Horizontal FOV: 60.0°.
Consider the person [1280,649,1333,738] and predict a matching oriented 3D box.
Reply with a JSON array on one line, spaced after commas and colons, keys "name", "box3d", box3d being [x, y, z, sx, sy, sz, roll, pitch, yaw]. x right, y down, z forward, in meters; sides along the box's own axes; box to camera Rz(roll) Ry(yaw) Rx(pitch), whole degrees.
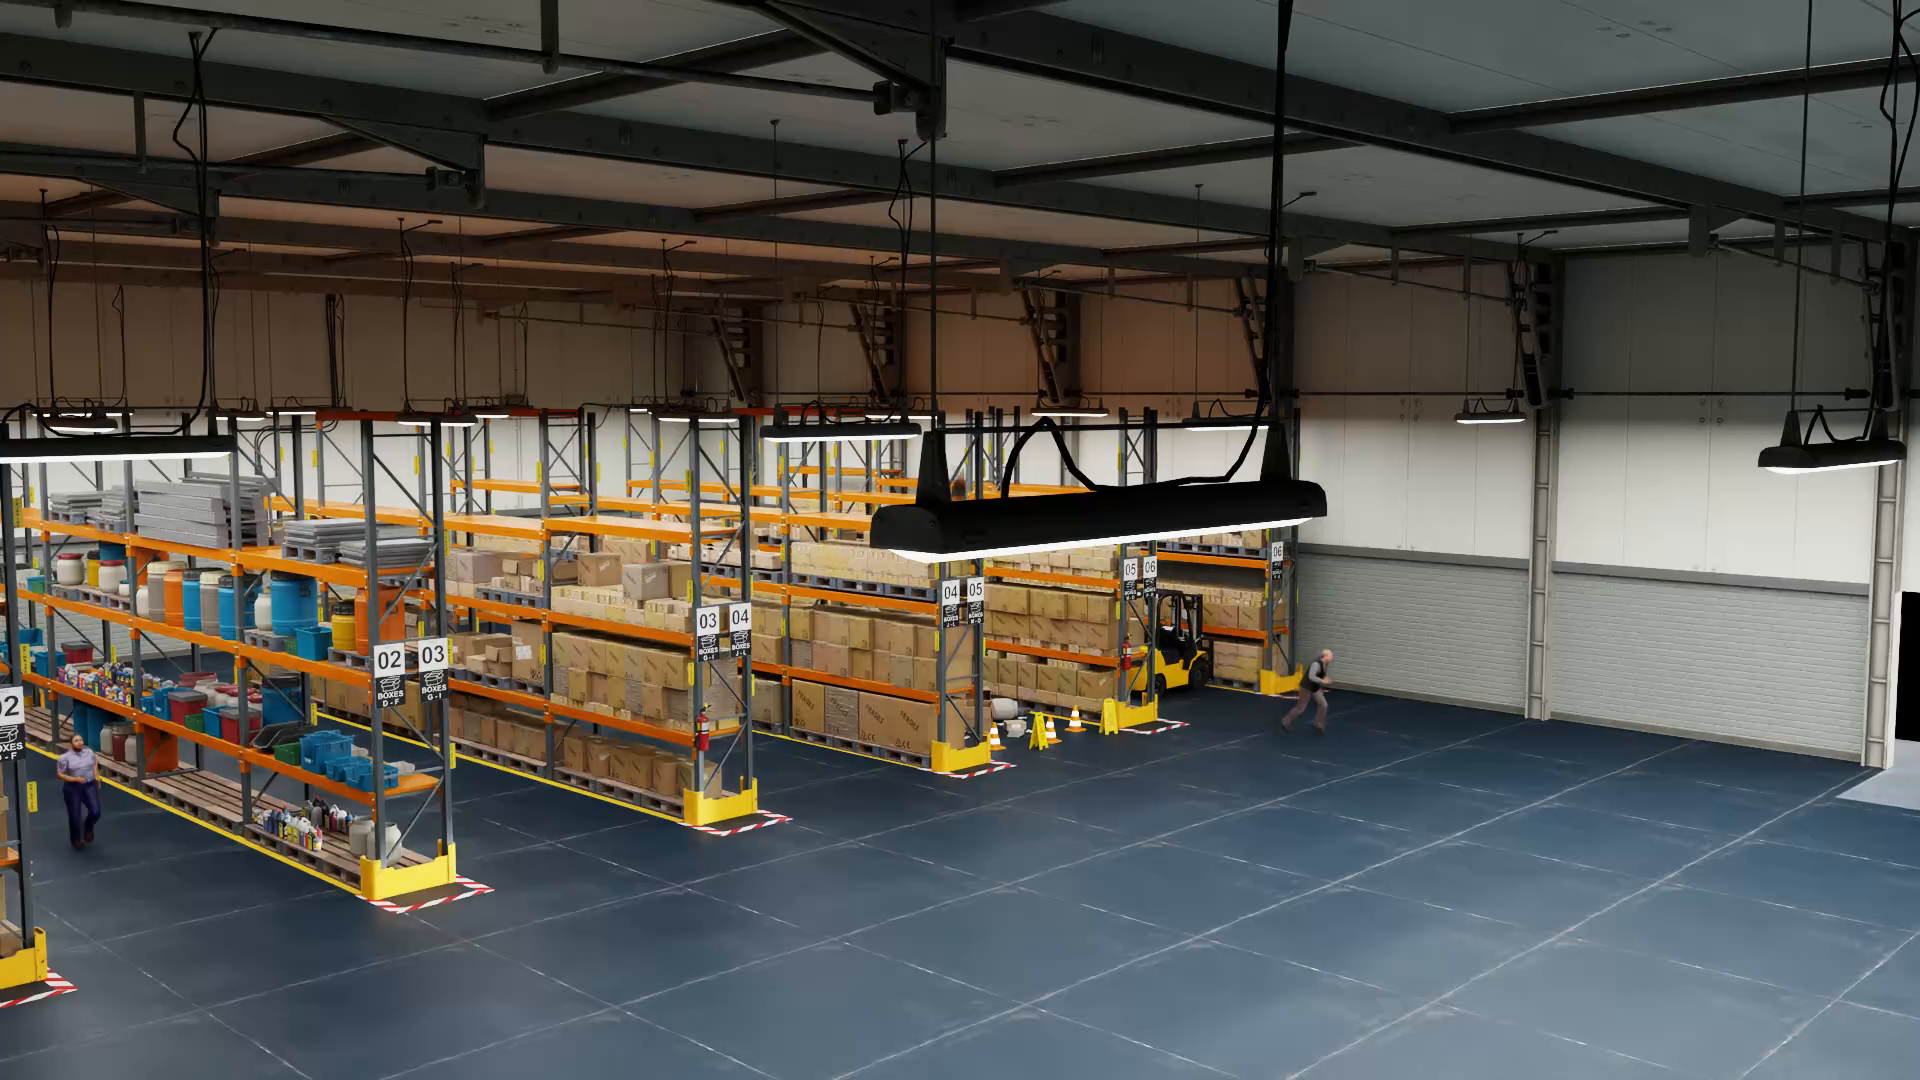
[{"name": "person", "box3d": [6.412, 2.824, 30.733, 0.988, 1.682, 0.700, 3, 6, 28]}]

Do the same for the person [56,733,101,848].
[{"name": "person", "box3d": [-12.194, 3.480, 23.092, 0.577, 1.609, 0.591, 5, 7, 44]}]
